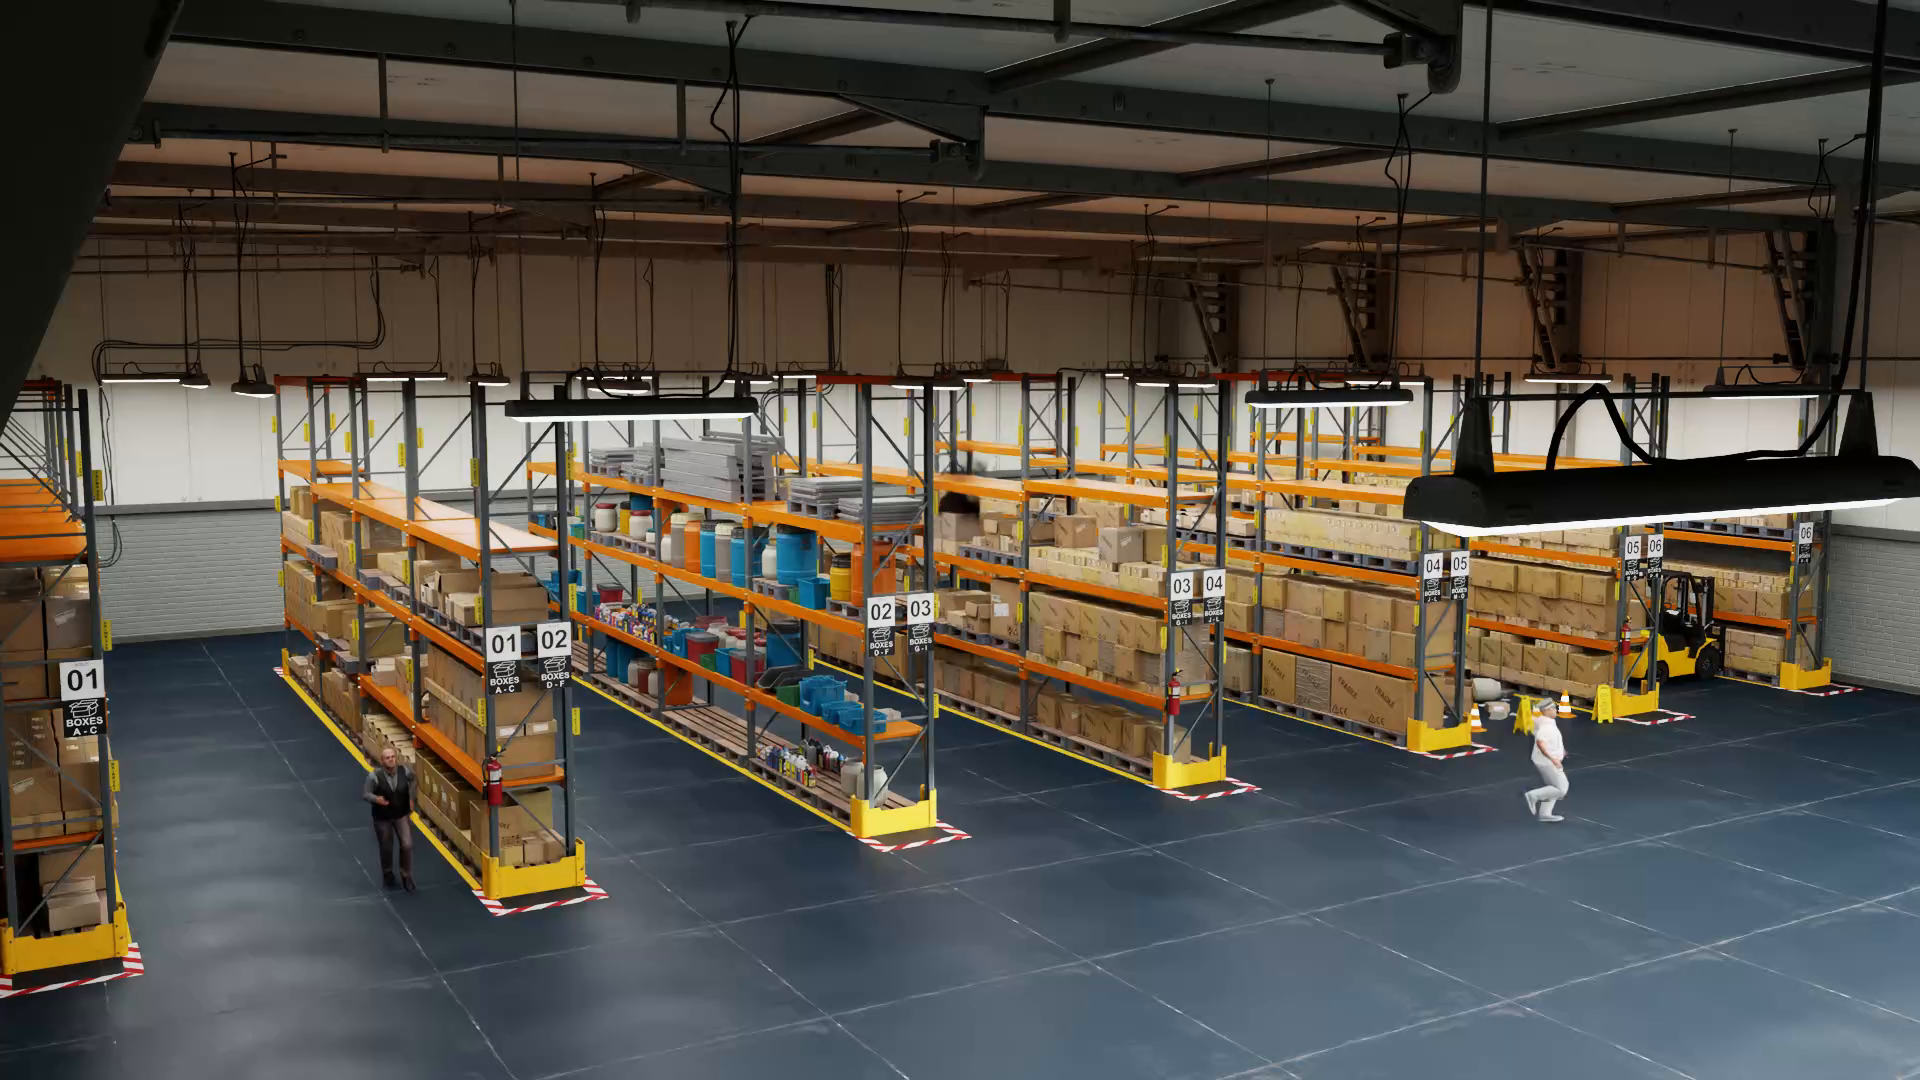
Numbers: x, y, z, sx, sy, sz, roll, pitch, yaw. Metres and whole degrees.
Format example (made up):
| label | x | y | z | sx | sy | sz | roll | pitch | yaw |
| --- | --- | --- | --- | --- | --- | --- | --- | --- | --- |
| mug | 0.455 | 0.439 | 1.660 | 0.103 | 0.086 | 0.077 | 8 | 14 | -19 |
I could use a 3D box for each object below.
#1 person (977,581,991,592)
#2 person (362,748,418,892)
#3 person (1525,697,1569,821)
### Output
| label | x | y | z | sx | sy | sz | roll | pitch | yaw |
| --- | --- | --- | --- | --- | --- | --- | --- | --- | --- |
| person | 0.647 | 0.764 | 42.853 | 0.822 | 1.842 | 0.691 | -4 | 7 | -31 |
| person | -6.773 | 3.325 | 19.828 | 0.674 | 1.734 | 0.795 | -3 | 7 | -26 |
| person | 8.007 | 2.996 | 22.701 | 0.591 | 1.730 | 0.678 | 1 | 6 | 8 |
